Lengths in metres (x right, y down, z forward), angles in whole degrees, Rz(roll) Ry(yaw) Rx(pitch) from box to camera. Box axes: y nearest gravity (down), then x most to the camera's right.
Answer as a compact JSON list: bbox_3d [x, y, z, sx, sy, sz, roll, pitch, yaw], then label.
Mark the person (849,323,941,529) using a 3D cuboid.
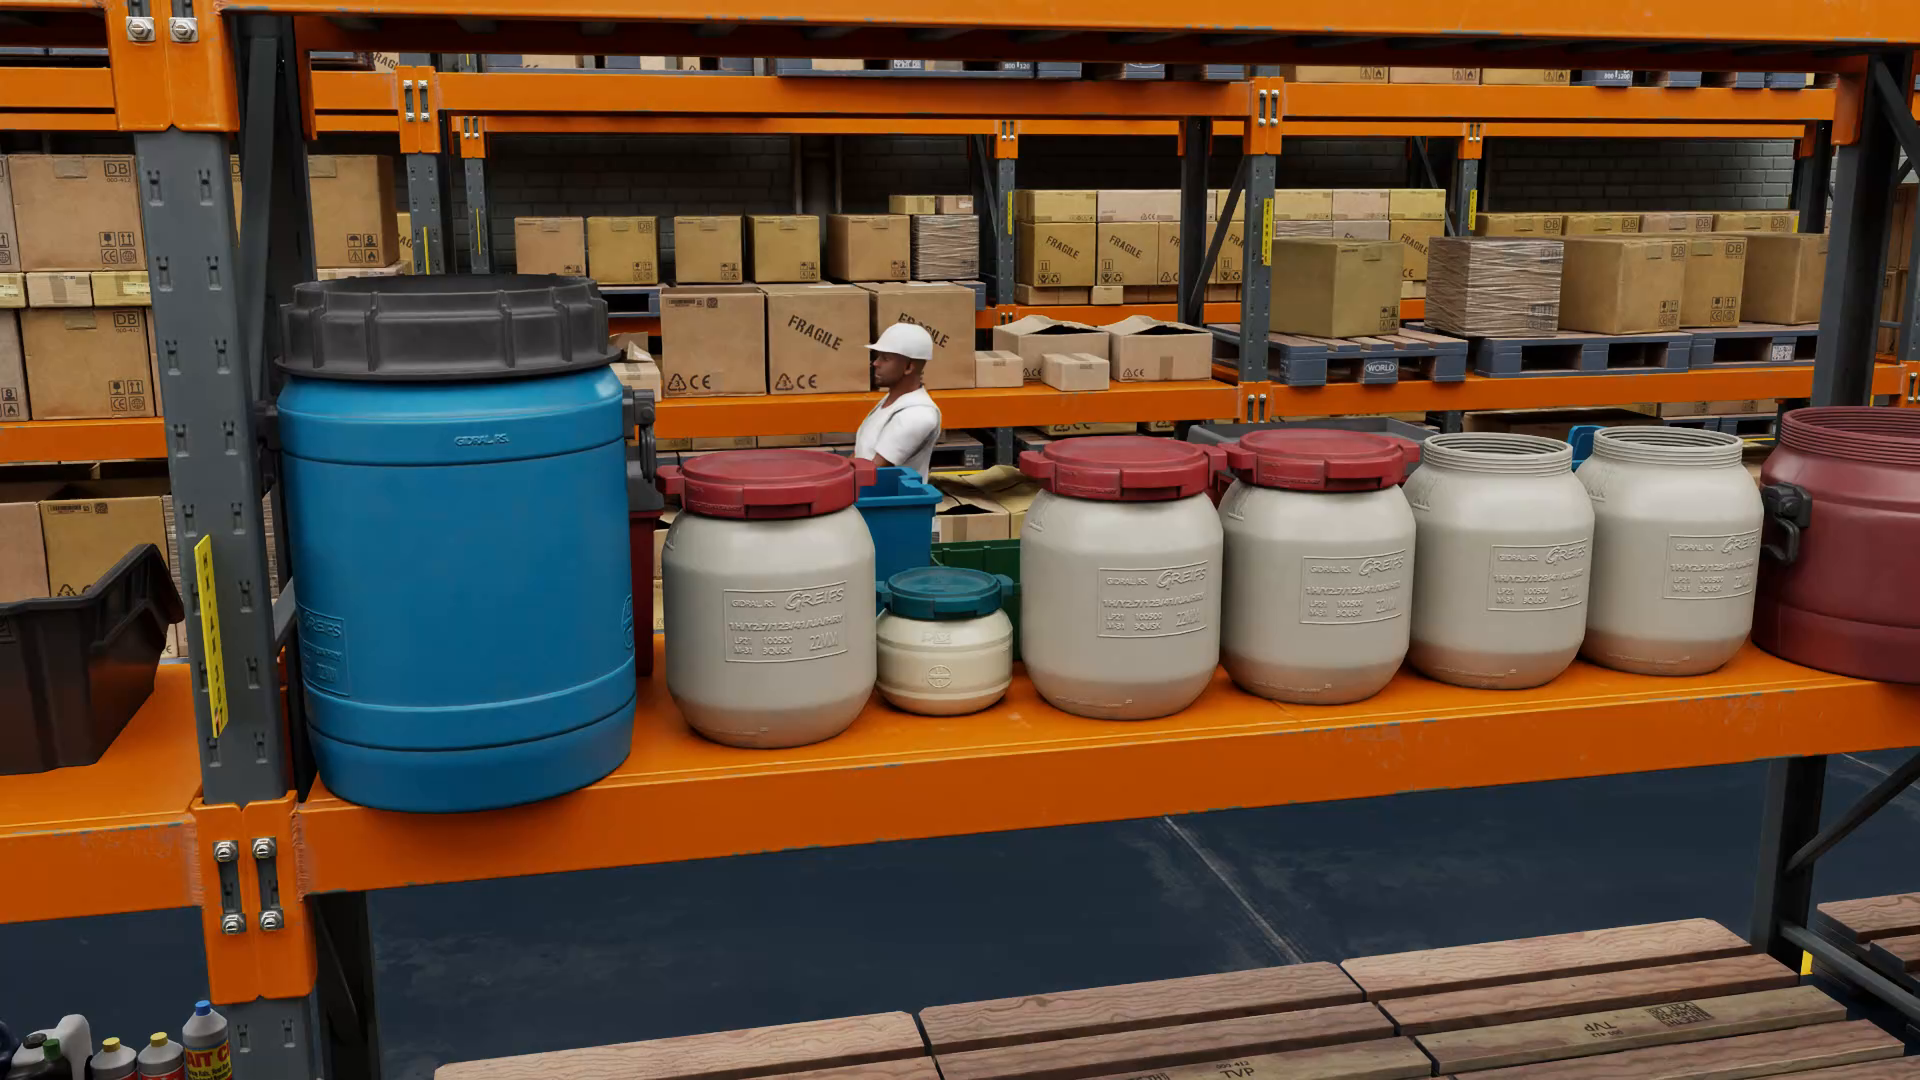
[{"bbox_3d":[-0.379,-0.045,7.135,0.575,1.760,0.504,-3,13,-12],"label":"person"}]
